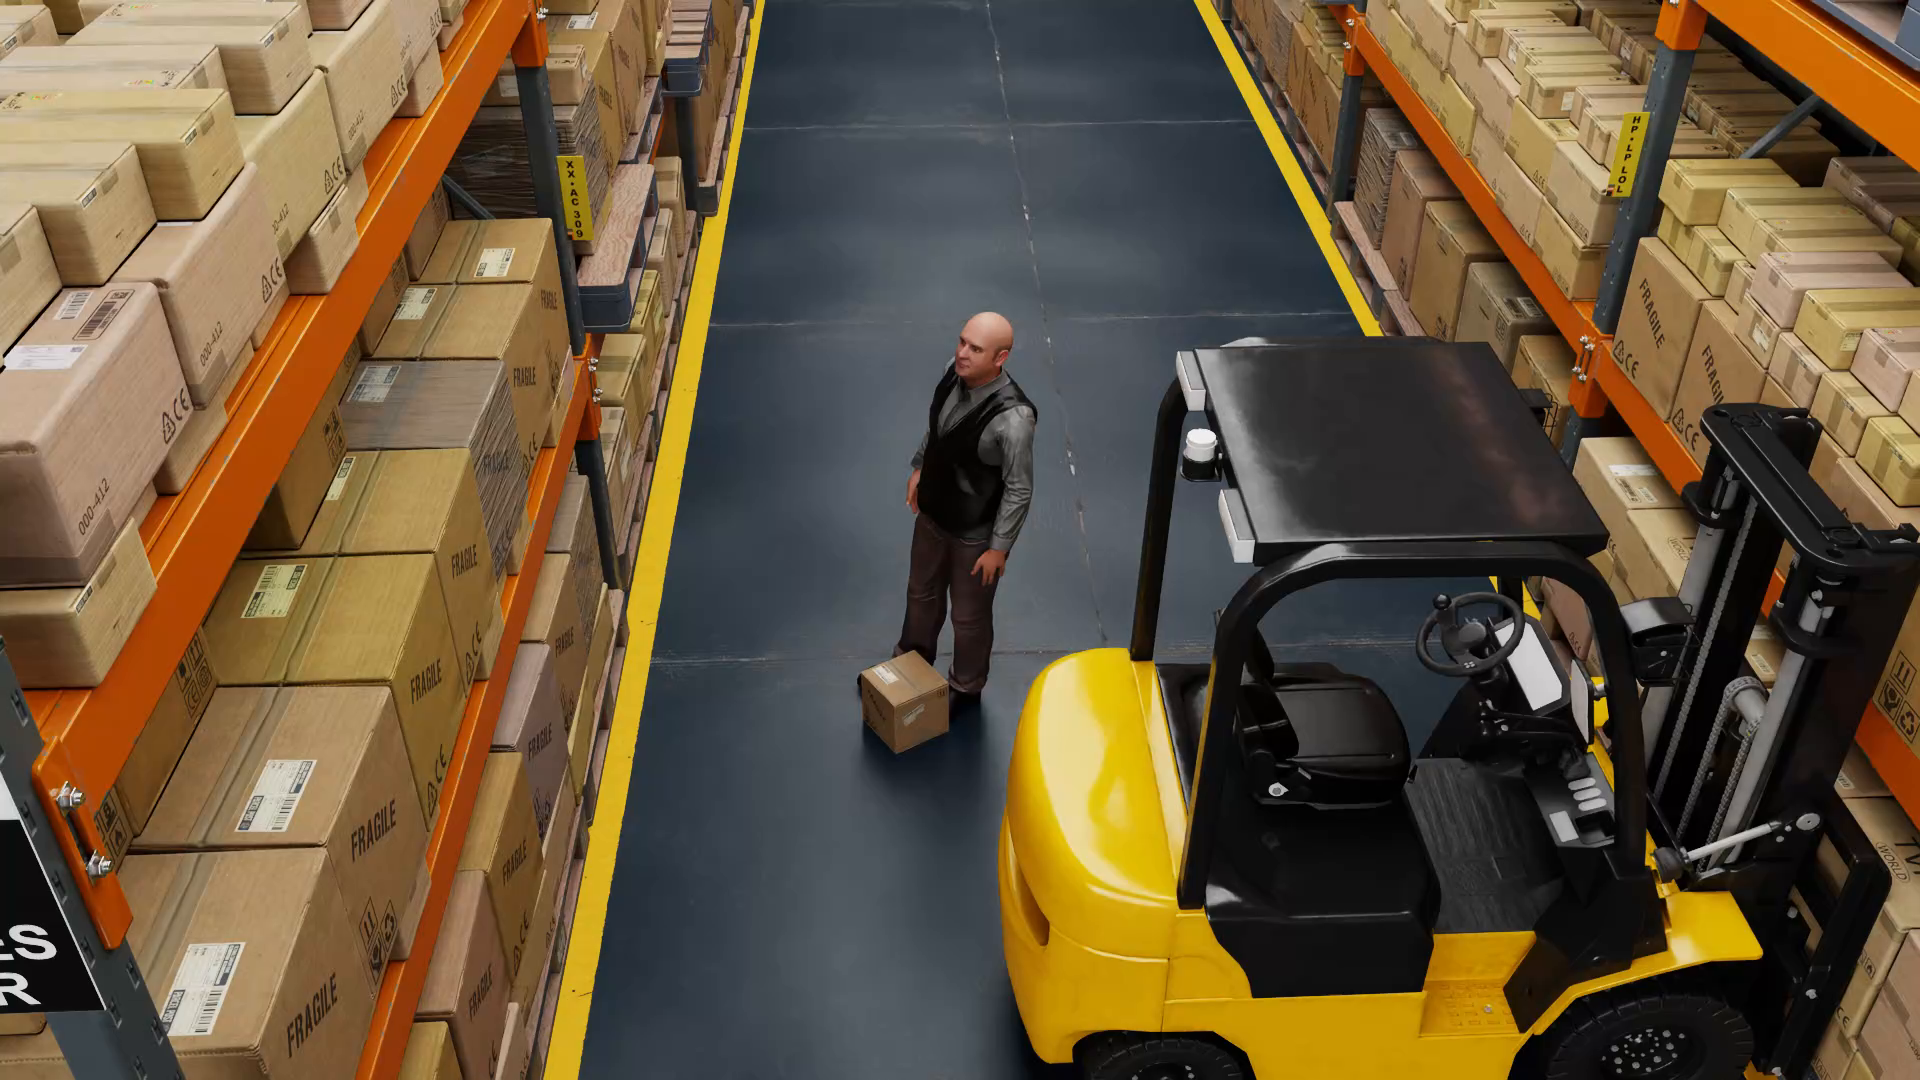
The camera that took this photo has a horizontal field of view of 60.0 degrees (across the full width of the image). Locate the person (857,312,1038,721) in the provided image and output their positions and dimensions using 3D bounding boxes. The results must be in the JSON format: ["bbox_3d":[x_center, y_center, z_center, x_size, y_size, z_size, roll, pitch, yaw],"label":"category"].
[{"bbox_3d":[-0.039,-0.057,6.234,0.566,1.722,0.633,-20,39,-26],"label":"person"}]
